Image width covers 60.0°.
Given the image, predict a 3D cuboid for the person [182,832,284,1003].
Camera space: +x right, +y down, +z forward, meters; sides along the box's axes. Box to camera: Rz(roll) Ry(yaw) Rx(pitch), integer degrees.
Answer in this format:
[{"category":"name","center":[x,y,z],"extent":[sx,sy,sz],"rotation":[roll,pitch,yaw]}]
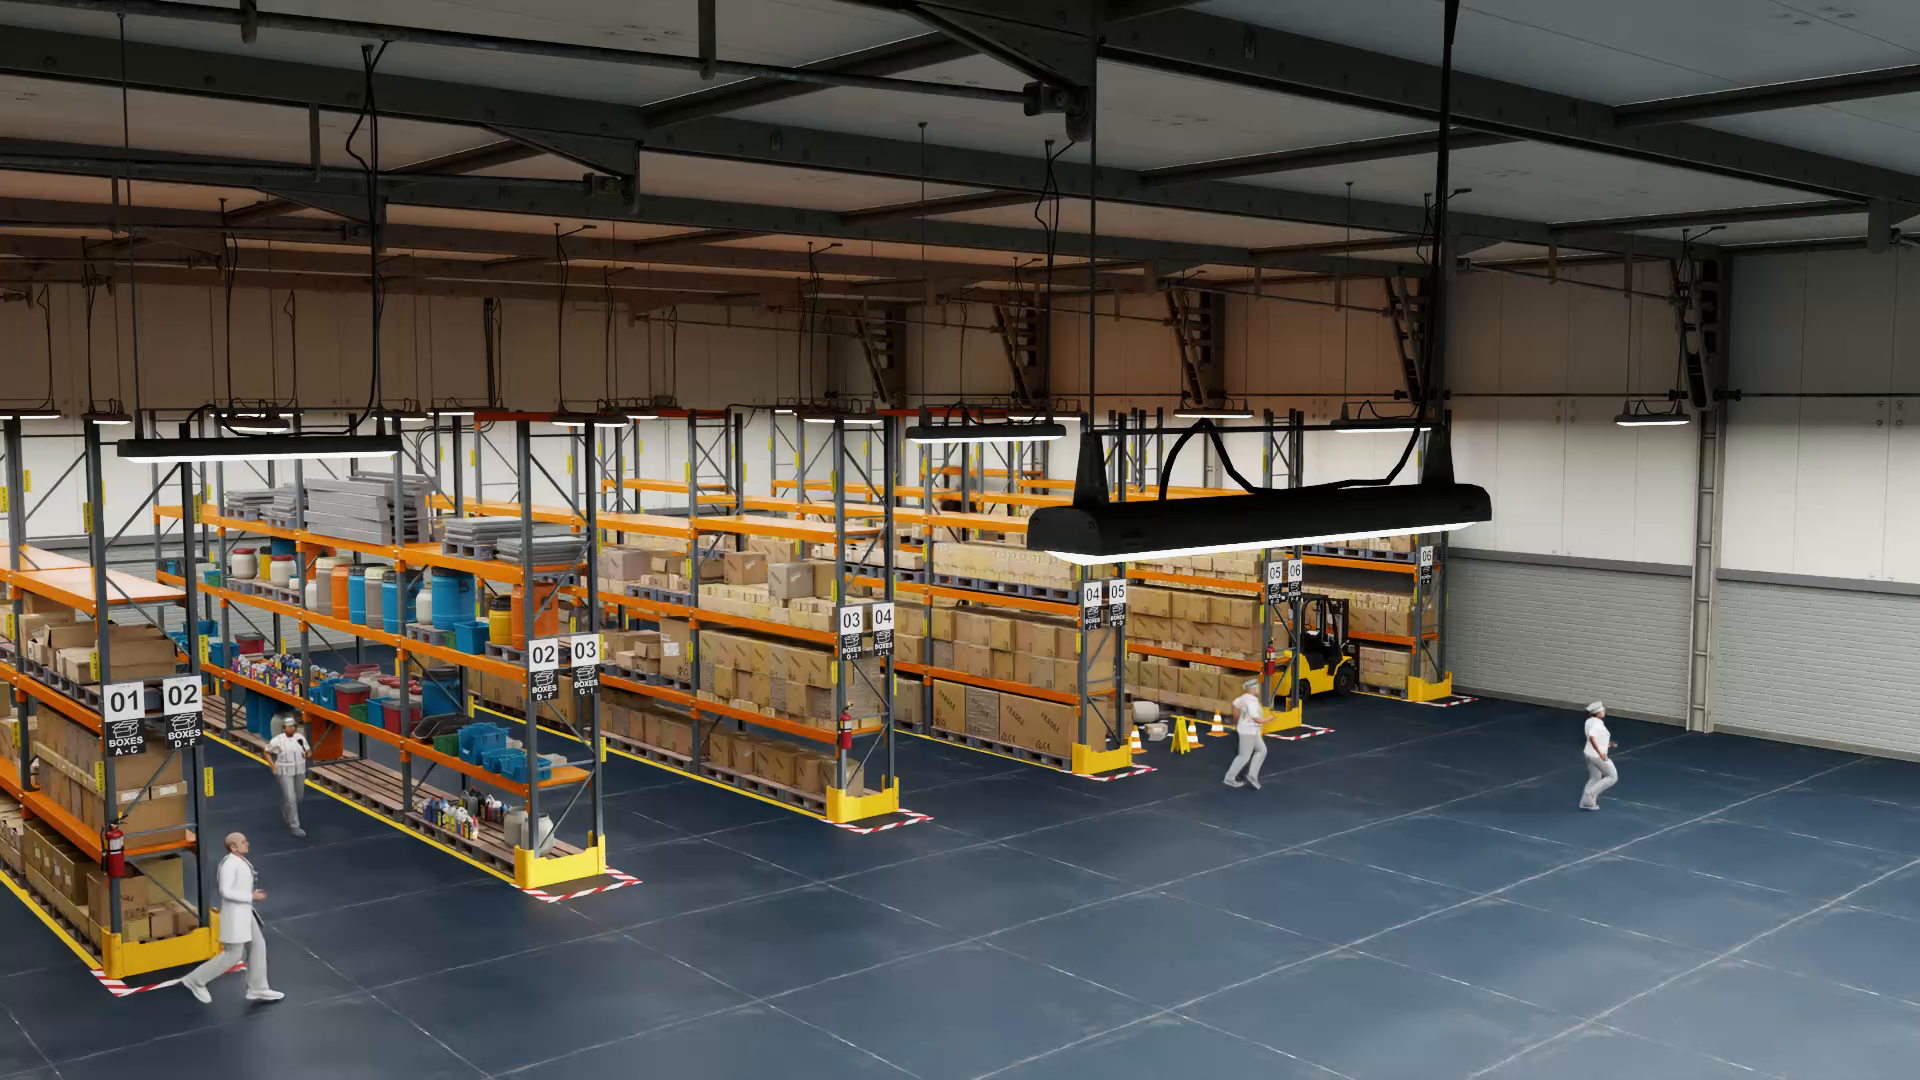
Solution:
[{"category":"person","center":[-7.567,3.926,17.318],"extent":[0.961,1.768,0.721],"rotation":[-1,5,-12]}]

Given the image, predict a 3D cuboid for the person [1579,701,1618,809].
[{"category":"person","center":[9.742,3.276,25.290],"extent":[0.569,1.659,0.560],"rotation":[0,5,-4]}]

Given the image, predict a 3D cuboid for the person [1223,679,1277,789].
[{"category":"person","center":[4.645,3.130,26.620],"extent":[0.848,1.824,0.630],"rotation":[0,5,3]}]

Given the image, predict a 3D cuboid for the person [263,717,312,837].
[{"category":"person","center":[-9.654,3.378,23.995],"extent":[0.924,1.650,0.608],"rotation":[5,7,42]}]
